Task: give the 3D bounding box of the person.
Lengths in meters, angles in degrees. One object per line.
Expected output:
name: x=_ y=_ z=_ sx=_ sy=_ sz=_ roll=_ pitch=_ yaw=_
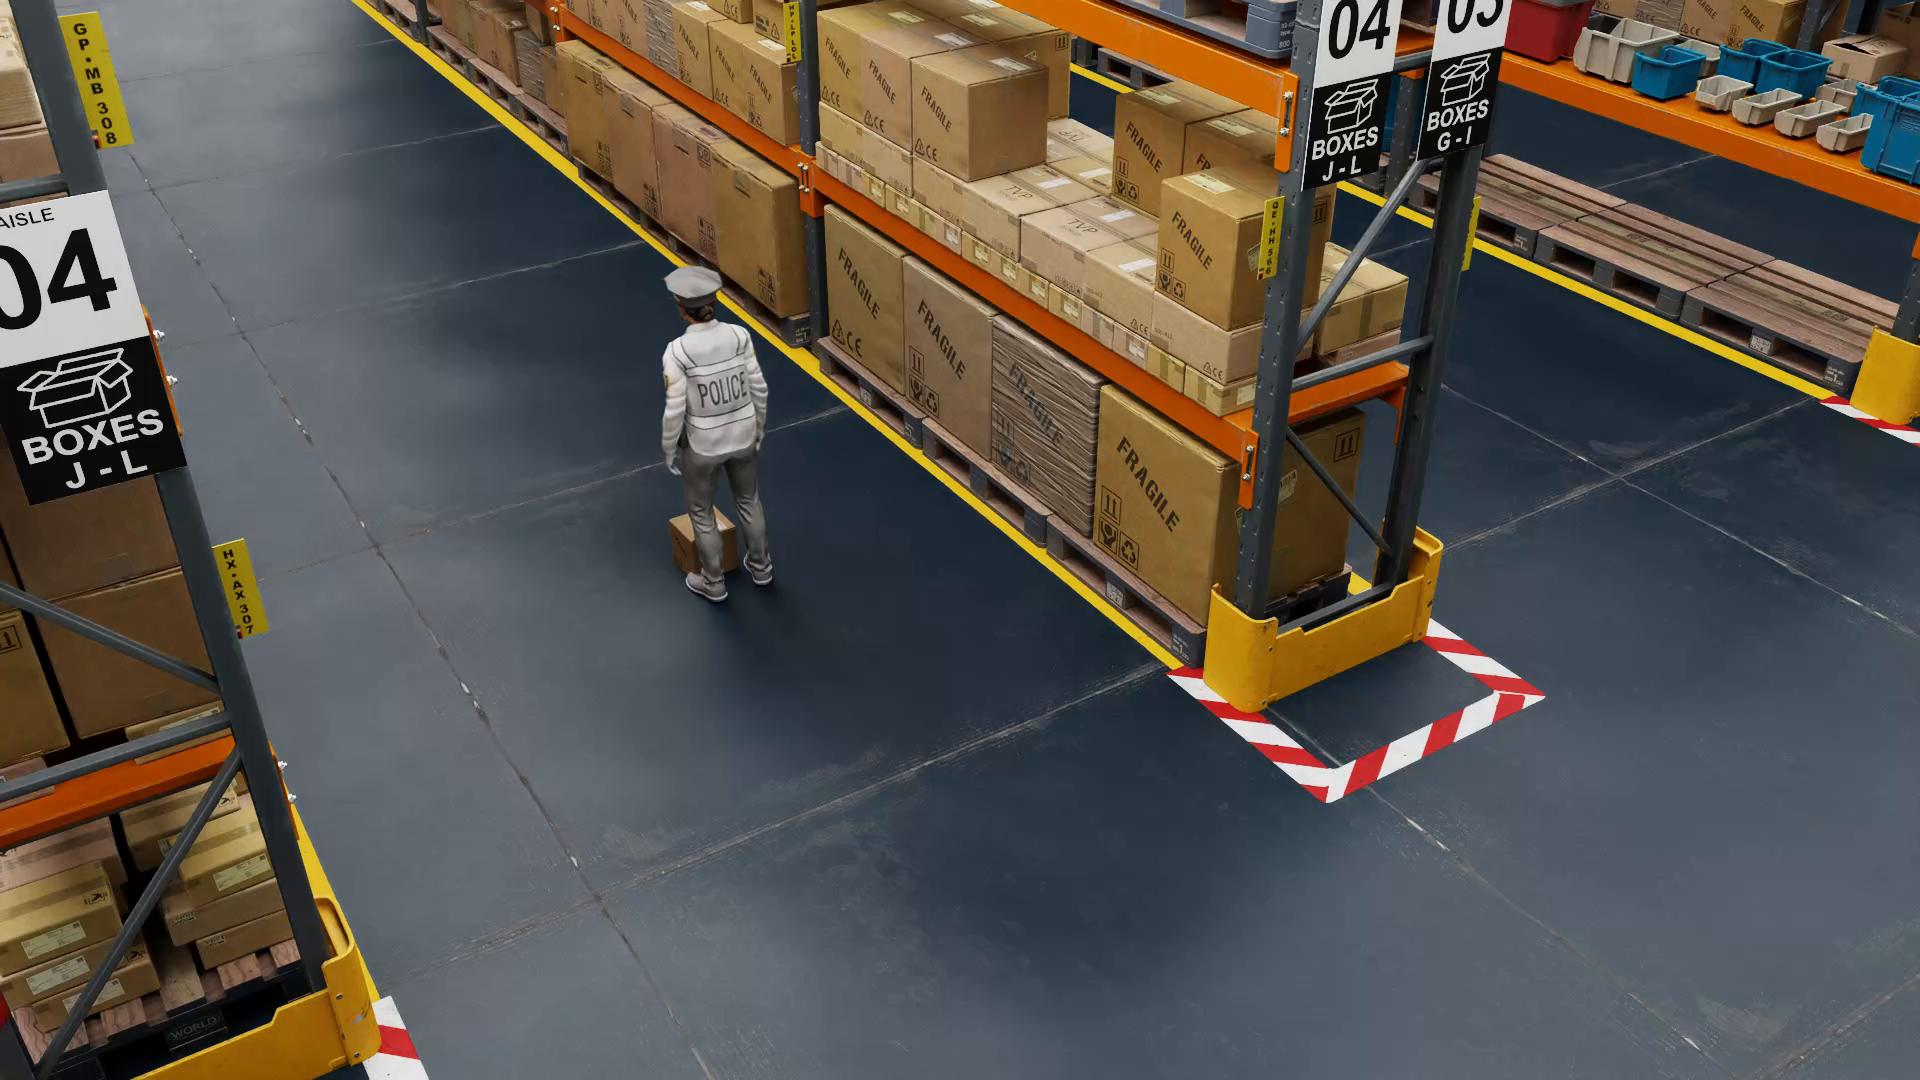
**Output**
person: x=-1.151 y=-0.468 z=7.862 sx=0.529 sy=1.663 sz=0.372 roll=-19 pitch=37 yaw=-27
